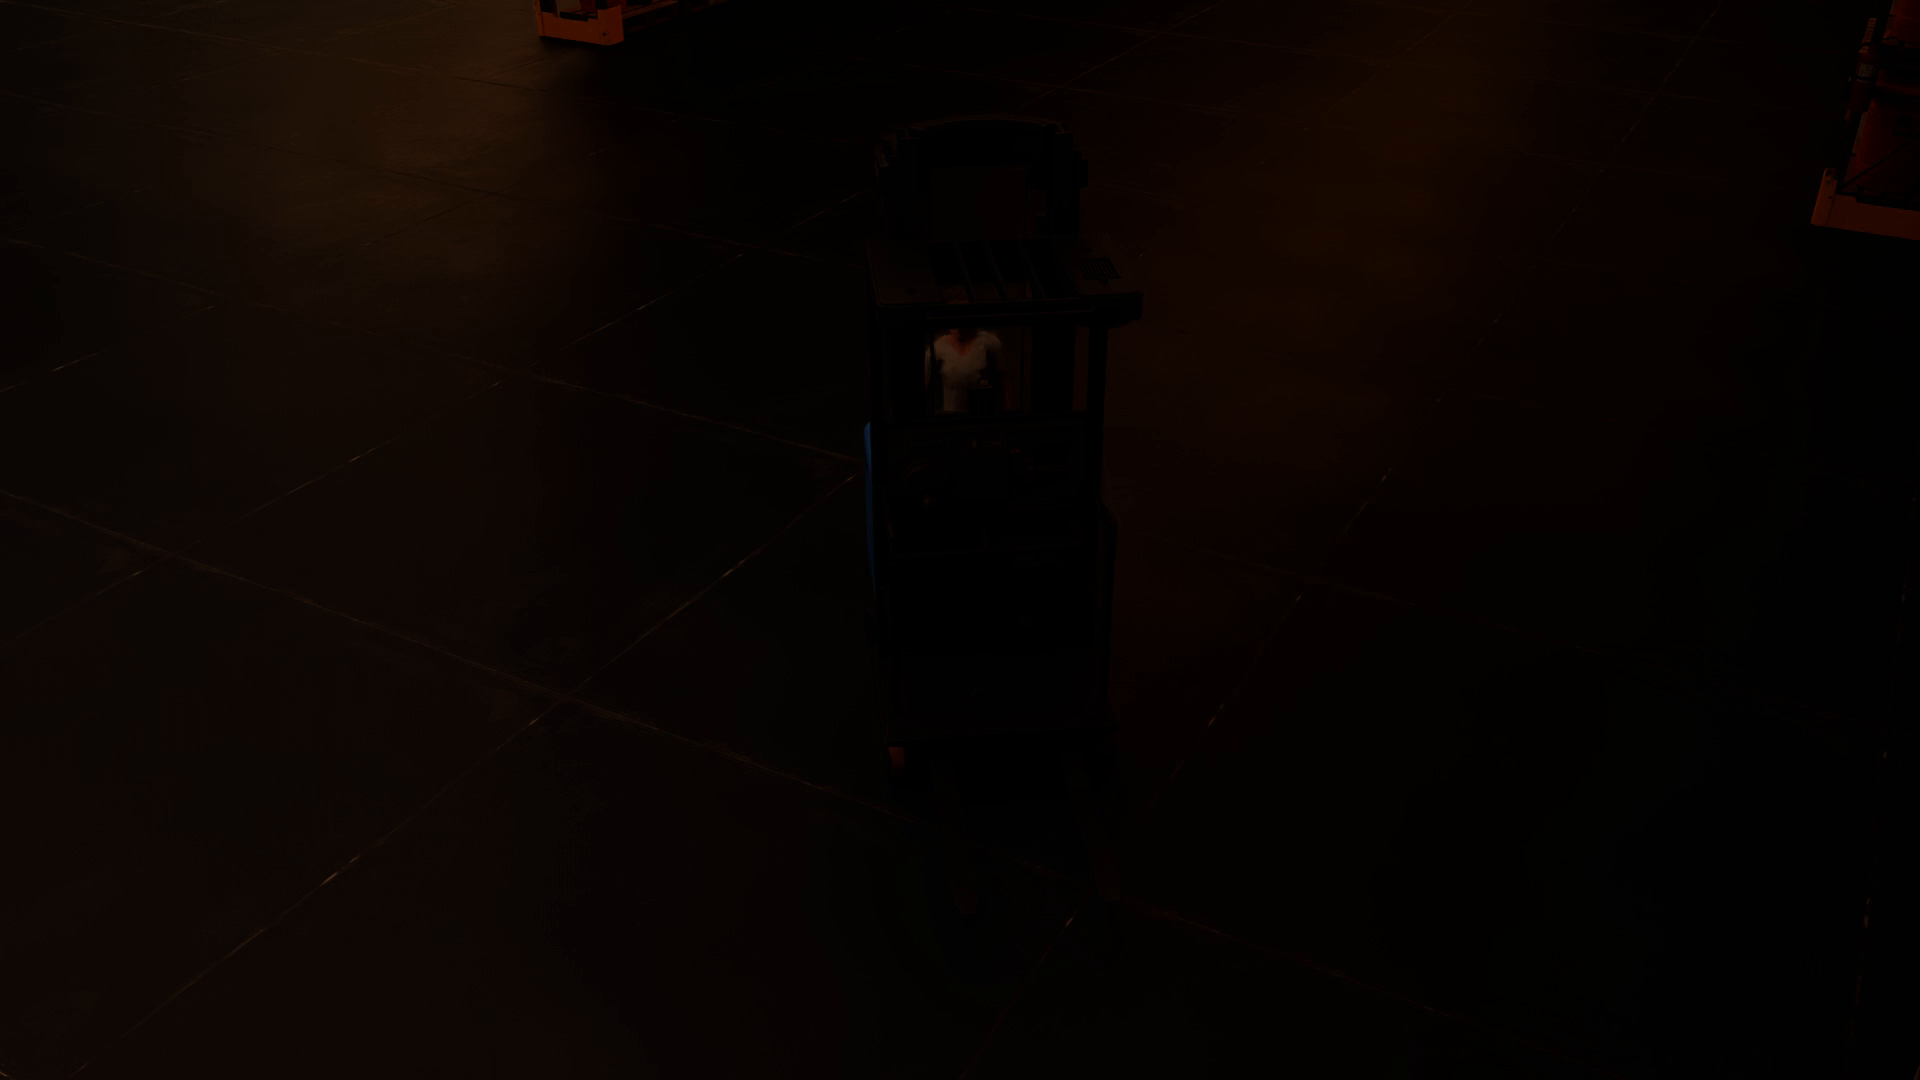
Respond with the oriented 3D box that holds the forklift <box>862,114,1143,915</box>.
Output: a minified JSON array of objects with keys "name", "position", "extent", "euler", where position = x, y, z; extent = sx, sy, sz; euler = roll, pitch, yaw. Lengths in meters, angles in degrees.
[{"name":"forklift","position":[0.156,-0.299,7.589],"extent":[1.130,2.935,3.031],"euler":[-3,30,-6]}]

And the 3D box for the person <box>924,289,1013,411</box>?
[{"name":"person","position":[0.007,-0.646,9.515],"extent":[0.648,1.613,0.440],"euler":[0,30,-1]}]
